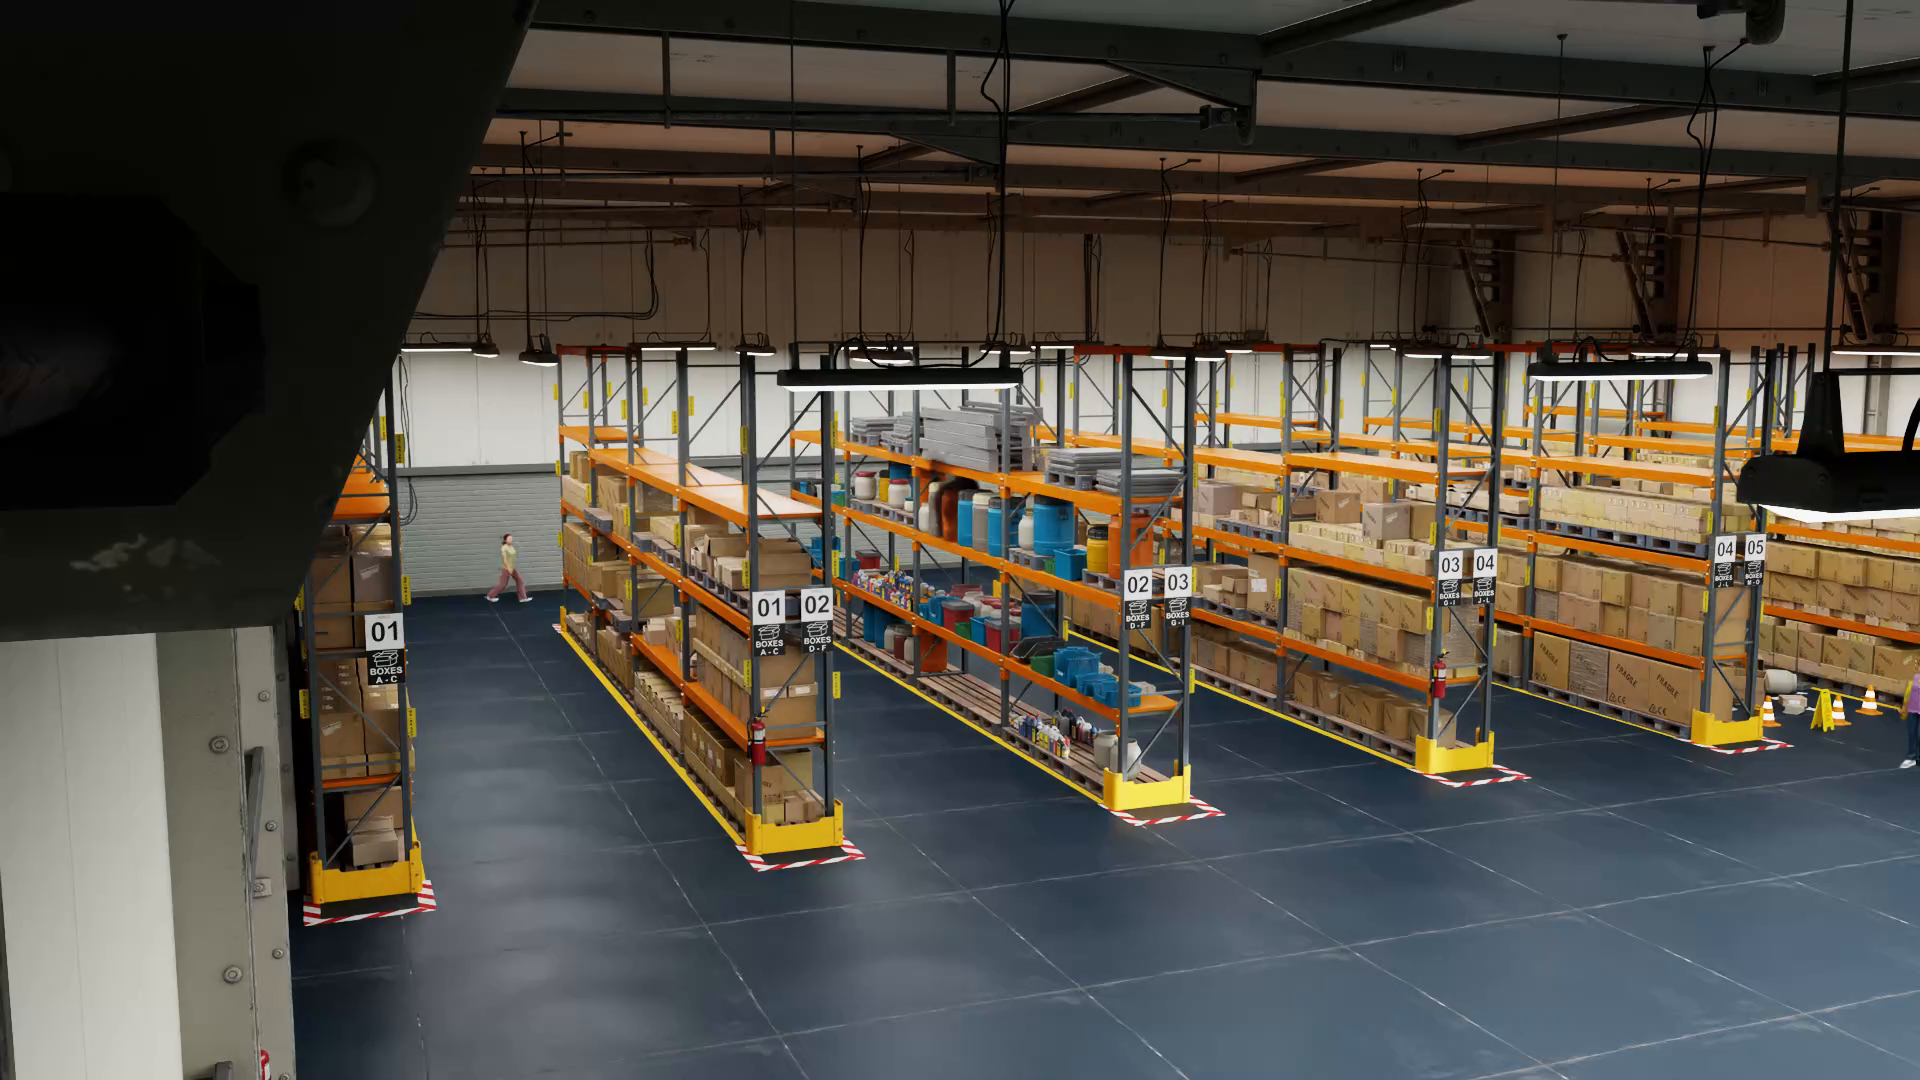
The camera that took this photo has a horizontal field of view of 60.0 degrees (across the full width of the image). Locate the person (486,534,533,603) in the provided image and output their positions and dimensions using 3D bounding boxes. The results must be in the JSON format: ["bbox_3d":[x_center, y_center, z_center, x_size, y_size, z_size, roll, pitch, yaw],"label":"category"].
[{"bbox_3d":[-10.426,0.656,38.378,1.030,1.612,0.540,0,7,-3],"label":"person"}]

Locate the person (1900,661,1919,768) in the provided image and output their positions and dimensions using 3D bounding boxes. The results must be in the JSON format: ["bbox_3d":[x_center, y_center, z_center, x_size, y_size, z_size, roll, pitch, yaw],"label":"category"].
[{"bbox_3d":[13.842,2.507,23.992,0.483,1.621,0.361,7,10,42],"label":"person"}]
